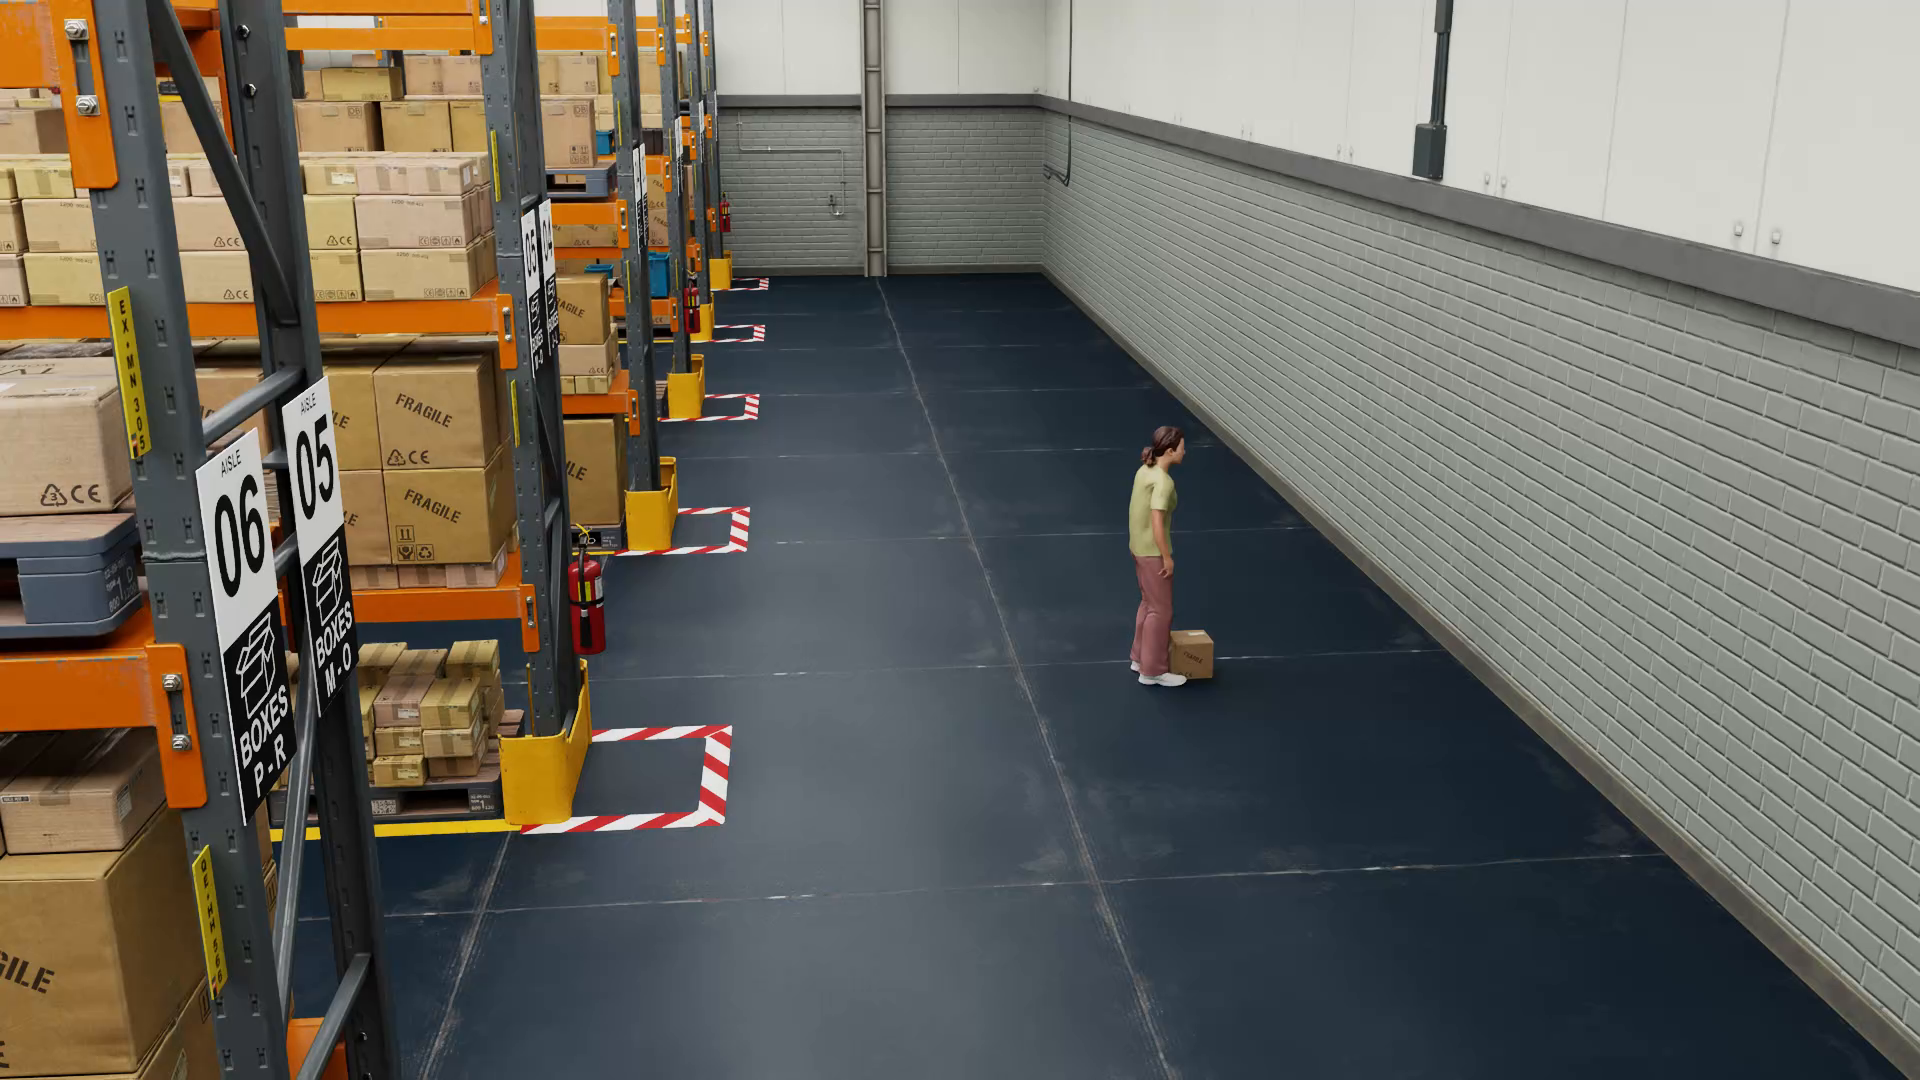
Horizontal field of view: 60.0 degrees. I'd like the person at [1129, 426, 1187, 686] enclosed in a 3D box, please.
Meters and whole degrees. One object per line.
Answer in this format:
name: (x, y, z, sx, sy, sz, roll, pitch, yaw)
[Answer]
person: (1.276, 0.085, 10.764, 0.356, 1.673, 0.513, -2, 17, -7)
